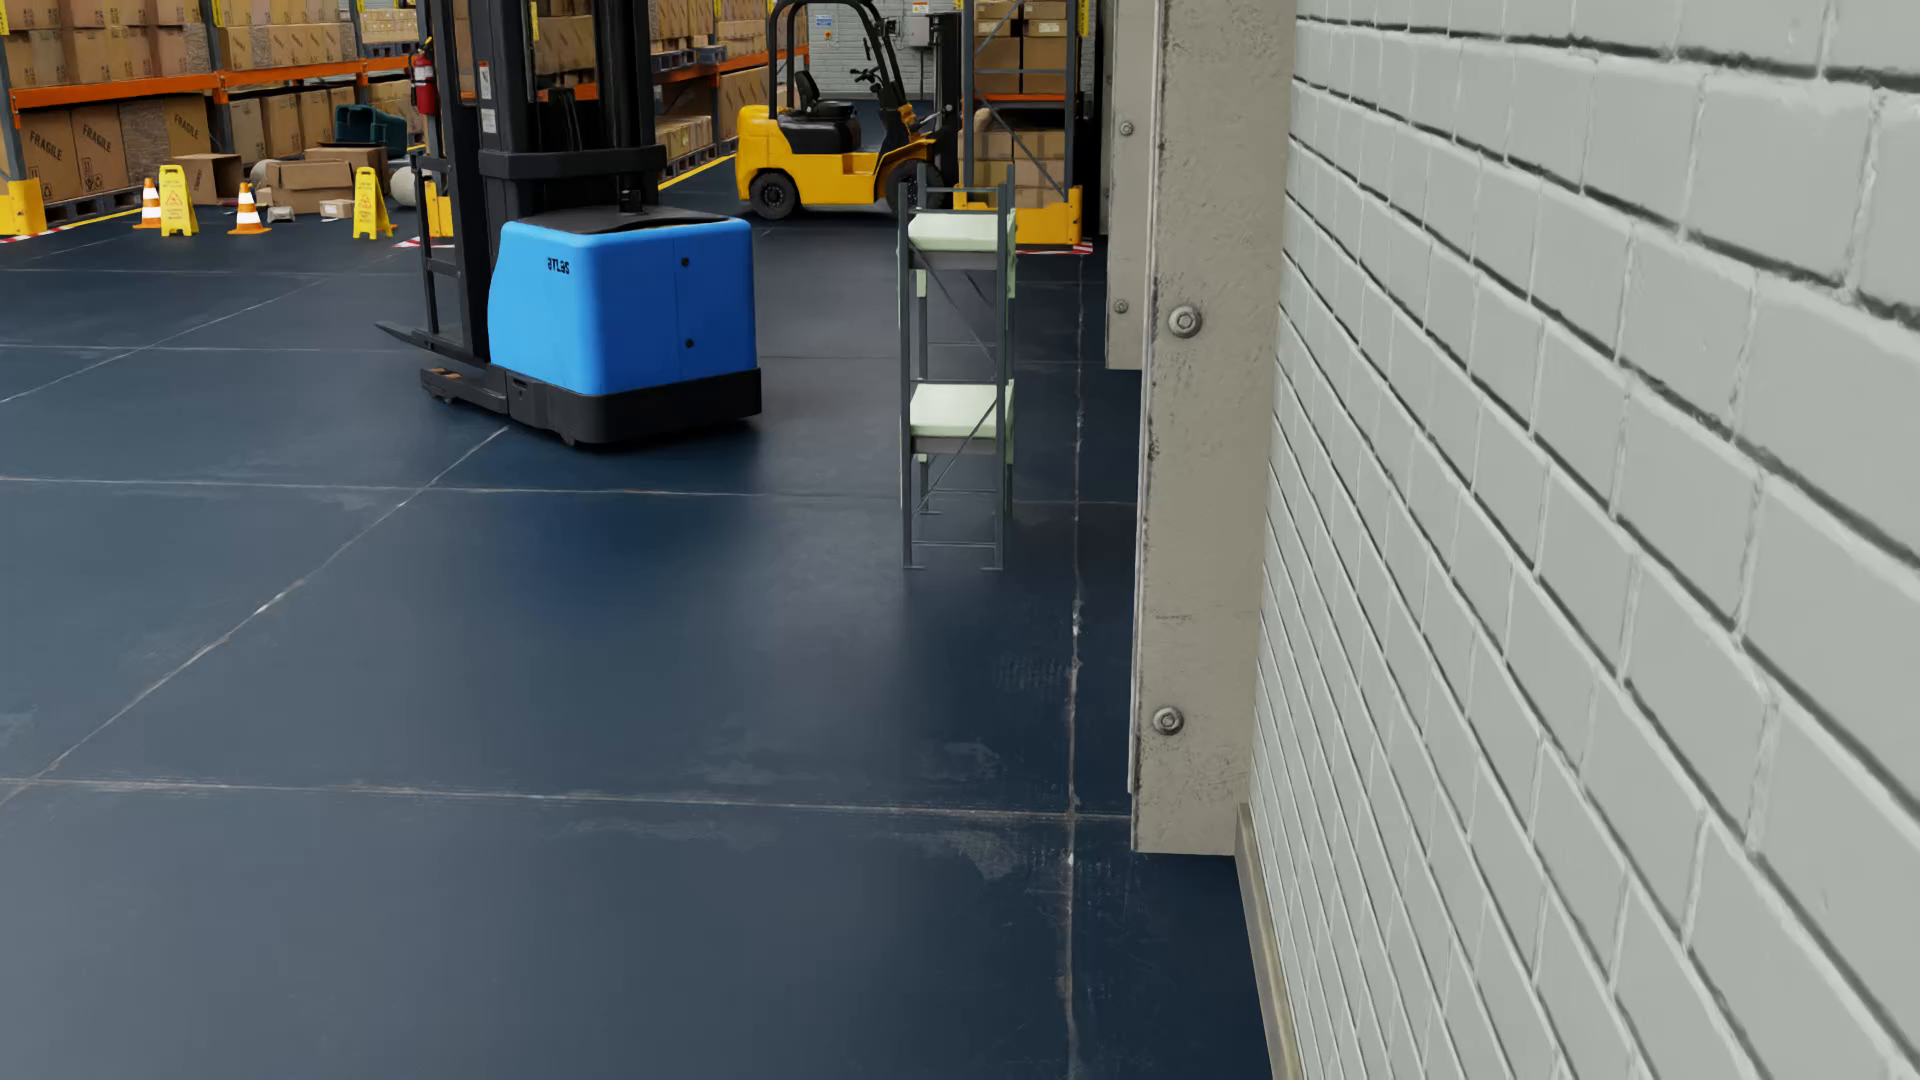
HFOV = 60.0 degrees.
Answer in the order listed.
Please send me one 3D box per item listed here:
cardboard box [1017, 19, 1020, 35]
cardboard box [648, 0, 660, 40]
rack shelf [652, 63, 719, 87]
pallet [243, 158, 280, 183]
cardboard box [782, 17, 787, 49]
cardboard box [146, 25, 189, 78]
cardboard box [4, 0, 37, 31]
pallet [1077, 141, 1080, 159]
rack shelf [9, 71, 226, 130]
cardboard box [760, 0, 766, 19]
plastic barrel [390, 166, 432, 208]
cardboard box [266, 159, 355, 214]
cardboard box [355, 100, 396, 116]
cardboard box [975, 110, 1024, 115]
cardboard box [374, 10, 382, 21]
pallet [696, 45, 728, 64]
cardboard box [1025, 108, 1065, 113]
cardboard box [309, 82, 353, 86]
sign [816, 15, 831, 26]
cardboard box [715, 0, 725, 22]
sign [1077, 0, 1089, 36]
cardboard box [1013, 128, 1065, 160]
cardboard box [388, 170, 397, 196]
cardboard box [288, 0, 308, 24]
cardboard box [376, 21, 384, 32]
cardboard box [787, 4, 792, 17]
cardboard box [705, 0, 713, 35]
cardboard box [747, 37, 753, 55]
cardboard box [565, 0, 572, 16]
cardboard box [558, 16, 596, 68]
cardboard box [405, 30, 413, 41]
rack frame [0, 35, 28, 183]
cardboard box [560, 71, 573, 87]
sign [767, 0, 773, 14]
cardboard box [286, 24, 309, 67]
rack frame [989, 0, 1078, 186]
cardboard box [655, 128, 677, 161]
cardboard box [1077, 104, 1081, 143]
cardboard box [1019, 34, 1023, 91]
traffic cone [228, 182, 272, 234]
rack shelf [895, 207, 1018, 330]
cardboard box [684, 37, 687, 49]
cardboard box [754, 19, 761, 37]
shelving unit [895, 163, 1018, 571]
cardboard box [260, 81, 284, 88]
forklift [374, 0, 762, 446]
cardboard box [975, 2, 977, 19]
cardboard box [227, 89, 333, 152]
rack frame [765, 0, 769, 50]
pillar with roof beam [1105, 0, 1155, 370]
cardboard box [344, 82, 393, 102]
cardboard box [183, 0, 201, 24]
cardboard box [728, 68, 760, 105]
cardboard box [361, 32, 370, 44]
[{"bbox_3d":[0.376,-4.895,15.841,0.380,0.149,0.250,1,18,4],"label":"cardboard box"},{"bbox_3d":[-3.811,-6.069,19.313,0.500,0.500,0.500,2,18,5],"label":"cardboard box"},{"bbox_3d":[-3.987,-5.820,21.024,1.077,0.370,4.000,1,18,4],"label":"rack shelf"},{"bbox_3d":[-9.095,-4.536,20.428,1.003,0.211,1.213,1,18,4],"label":"pallet"},{"bbox_3d":[-3.180,-8.524,27.958,0.500,0.500,0.500,1,18,4],"label":"cardboard box"},{"bbox_3d":[-9.107,-5.405,18.361,0.875,0.550,0.550,1,18,4],"label":"cardboard box"},{"bbox_3d":[-9.297,-5.077,15.624,0.875,0.550,0.550,1,18,4],"label":"cardboard box"},{"bbox_3d":[1.198,-5.580,23.612,1.003,0.211,1.213,1,18,4],"label":"pallet"},{"bbox_3d":[-9.219,-4.657,17.474,1.077,0.370,4.000,1,18,4],"label":"rack shelf"},{"bbox_3d":[-3.339,-8.404,25.987,0.500,0.500,0.500,2,18,6],"label":"cardboard box"},{"bbox_3d":[-5.780,-3.750,17.687,0.512,0.421,0.421,17,25,41],"label":"plastic barrel"},{"bbox_3d":[-6.817,-3.714,17.451,0.797,0.503,0.637,-13,22,-34],"label":"cardboard box"},{"bbox_3d":[-8.484,-6.088,24.026,0.500,0.500,0.500,1,18,2],"label":"cardboard box"},{"bbox_3d":[0.426,-4.498,17.967,0.500,0.250,0.500,1,18,4],"label":"cardboard box"},{"bbox_3d":[-8.524,-7.524,23.842,0.380,0.149,0.250,1,18,4],"label":"cardboard box"},{"bbox_3d":[-3.789,-6.468,22.154,1.213,0.211,1.003,1,18,4],"label":"pallet"},{"bbox_3d":[0.978,-4.642,18.409,0.500,0.250,0.500,2,18,5],"label":"cardboard box"},{"bbox_3d":[-9.001,-6.449,23.922,0.500,0.250,0.500,1,18,3],"label":"cardboard box"},{"bbox_3d":[-2.933,-11.168,35.755,0.327,0.218,0.001,1,18,4],"label":"sign"},{"bbox_3d":[-3.565,-7.454,23.087,0.500,0.500,0.500,1,18,2],"label":"cardboard box"},{"bbox_3d":[1.087,-4.624,14.699,0.100,0.325,0.005,1,18,4],"label":"sign"},{"bbox_3d":[0.757,-3.702,15.540,0.500,0.250,0.500,1,18,3],"label":"cardboard box"},{"bbox_3d":[-6.330,-4.037,18.816,0.258,0.266,0.396,-13,22,-34],"label":"cardboard box"},{"bbox_3d":[-8.900,-6.929,21.487,0.700,0.500,0.500,1,18,3],"label":"cardboard box"},{"bbox_3d":[-8.520,-7.397,23.931,0.380,0.149,0.250,1,18,2],"label":"cardboard box"},{"bbox_3d":[-3.152,-9.163,28.303,0.500,0.500,0.500,1,18,4],"label":"cardboard box"},{"bbox_3d":[-3.599,-7.024,22.230,0.500,0.500,0.500,1,18,2],"label":"cardboard box"},{"bbox_3d":[-3.431,-7.495,25.220,0.500,0.250,0.500,1,18,2],"label":"cardboard box"},{"bbox_3d":[-4.500,-5.760,17.439,0.700,0.500,0.500,1,18,3],"label":"cardboard box"},{"bbox_3d":[-4.009,-5.106,17.049,0.500,0.500,0.500,1,18,3],"label":"cardboard box"},{"bbox_3d":[-8.442,-7.570,24.936,0.380,0.149,0.250,1,18,2],"label":"cardboard box"},{"bbox_3d":[-9.362,-4.378,15.466,1.000,3.000,0.127,1,18,4],"label":"rack frame"},{"bbox_3d":[-4.019,-4.517,16.295,0.380,0.149,0.250,2,18,5],"label":"cardboard box"},{"bbox_3d":[-3.015,-8.529,26.403,0.100,0.325,0.005,1,18,4],"label":"sign"},{"bbox_3d":[-8.659,-6.295,21.155,0.500,0.500,0.500,2,18,5],"label":"cardboard box"},{"bbox_3d":[0.820,-5.431,18.681,1.000,3.000,0.127,1,18,4],"label":"rack frame"},{"bbox_3d":[-4.048,-4.878,20.539,0.950,0.372,0.625,2,18,7],"label":"cardboard box"},{"bbox_3d":[1.417,-5.810,23.177,0.500,0.500,0.500,2,18,6],"label":"cardboard box"},{"bbox_3d":[0.353,-4.556,15.850,0.500,0.500,0.500,2,18,6],"label":"cardboard box"},{"bbox_3d":[-6.805,-3.175,15.868,0.336,0.463,0.334,1,18,4],"label":"traffic cone"},{"bbox_3d":[0.000,-1.081,6.562,0.431,0.370,0.720,1,18,4],"label":"rack shelf"},{"bbox_3d":[-3.665,-6.273,20.980,0.380,0.149,0.250,1,18,2],"label":"cardboard box"},{"bbox_3d":[-3.375,-7.894,25.635,0.500,0.250,0.500,2,18,5],"label":"cardboard box"},{"bbox_3d":[0.000,-0.711,6.683,0.431,1.500,0.755,1,18,4],"label":"shelving unit"},{"bbox_3d":[-13.121,-8.478,30.718,0.875,0.875,0.875,1,18,4],"label":"cardboard box"},{"bbox_3d":[-2.390,-2.244,9.063,1.130,2.935,3.031,-15,24,-39],"label":"forklift"},{"bbox_3d":[0.336,-4.879,15.317,0.380,0.149,0.250,1,18,4],"label":"cardboard box"},{"bbox_3d":[-8.981,-5.534,21.934,1.050,0.750,0.750,2,18,5],"label":"cardboard box"},{"bbox_3d":[-3.557,-8.026,26.599,1.000,3.000,0.127,1,18,4],"label":"rack frame"},{"bbox_3d":[-3.242,-5.469,9.161,9.100,9.000,0.400,1,18,4],"label":"pillar with roof beam"},{"bbox_3d":[-8.498,-6.439,23.893,0.500,0.250,0.500,0,18,1],"label":"cardboard box"},{"bbox_3d":[-9.136,-6.091,18.718,0.875,0.550,0.550,1,18,4],"label":"cardboard box"},{"bbox_3d":[-3.579,-6.740,25.414,0.875,0.875,0.875,2,18,6],"label":"cardboard box"},{"bbox_3d":[-8.555,-7.077,23.433,0.380,0.149,0.250,1,18,3],"label":"cardboard box"}]
